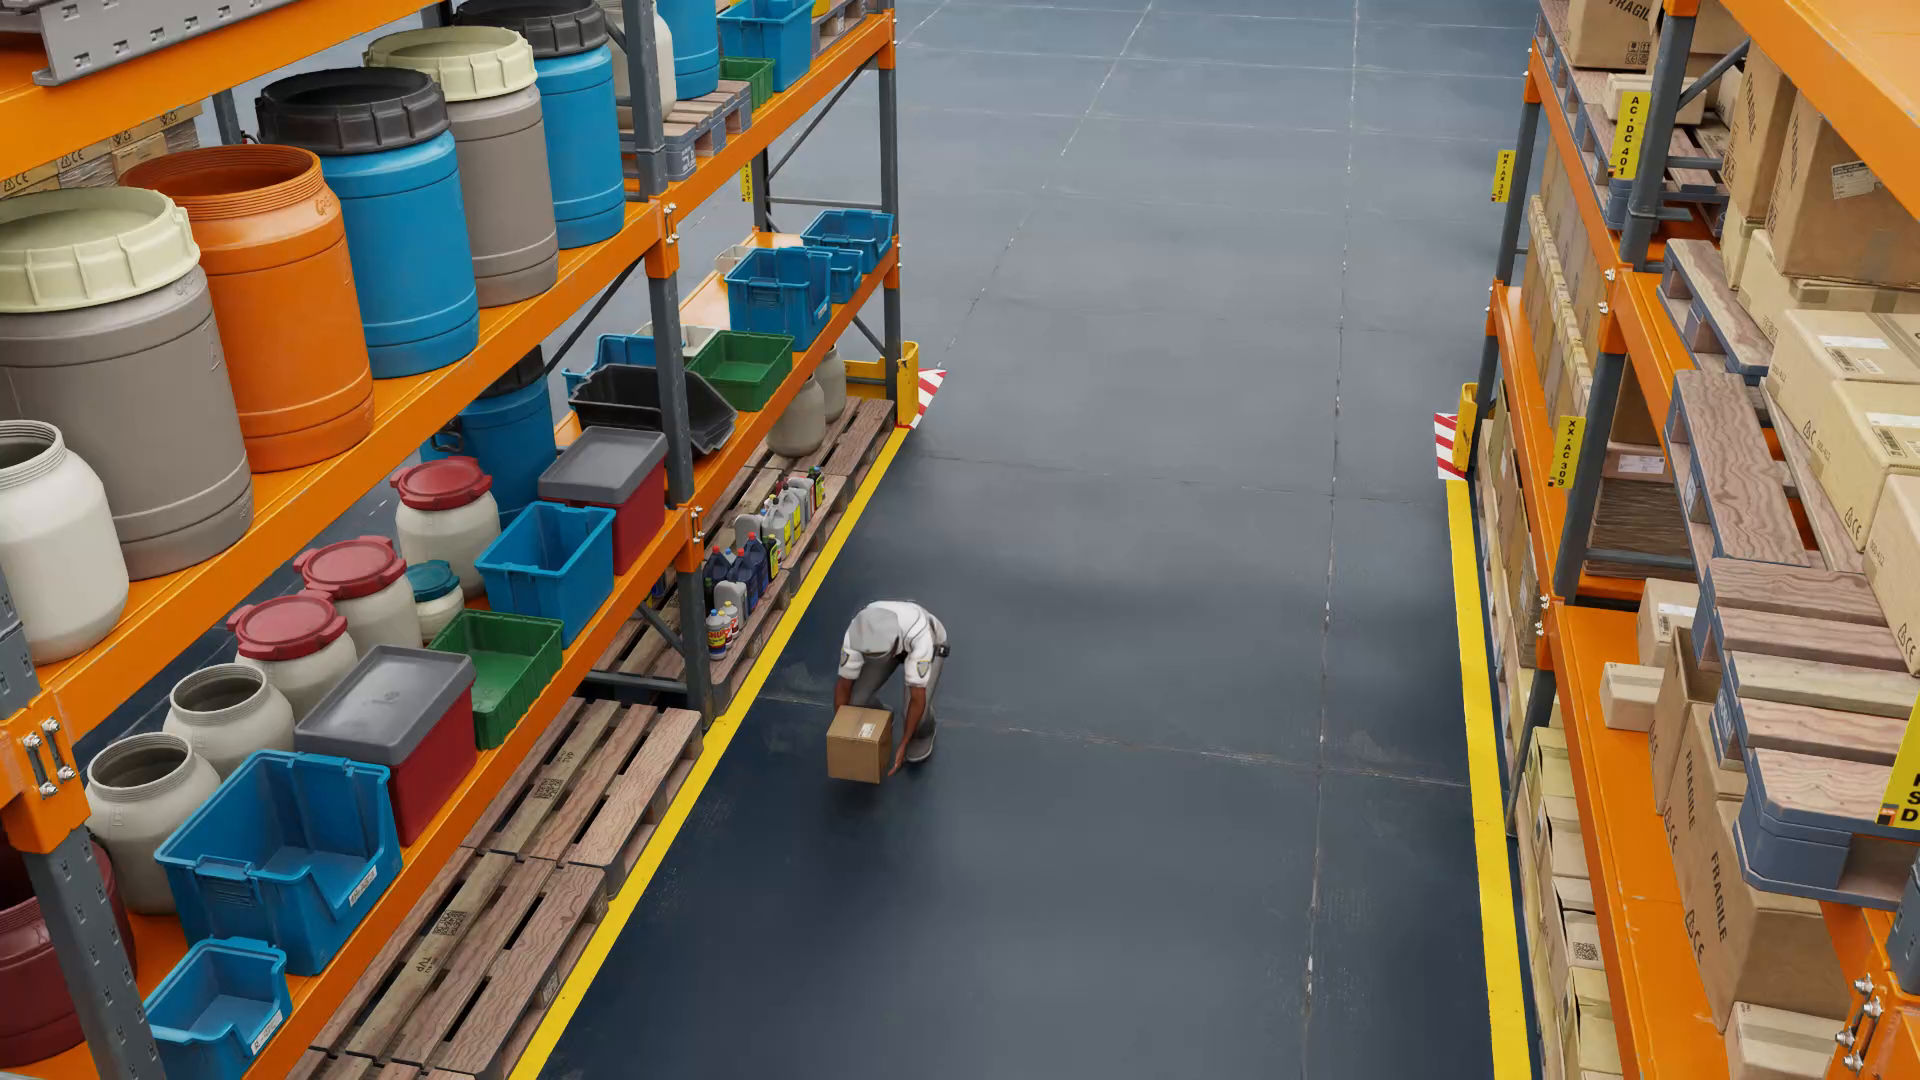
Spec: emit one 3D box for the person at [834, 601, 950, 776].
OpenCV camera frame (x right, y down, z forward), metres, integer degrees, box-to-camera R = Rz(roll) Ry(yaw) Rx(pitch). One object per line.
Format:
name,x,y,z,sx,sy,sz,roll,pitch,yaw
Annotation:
person,-0.326,0.655,8.126,0.485,0.994,0.834,10,31,18
